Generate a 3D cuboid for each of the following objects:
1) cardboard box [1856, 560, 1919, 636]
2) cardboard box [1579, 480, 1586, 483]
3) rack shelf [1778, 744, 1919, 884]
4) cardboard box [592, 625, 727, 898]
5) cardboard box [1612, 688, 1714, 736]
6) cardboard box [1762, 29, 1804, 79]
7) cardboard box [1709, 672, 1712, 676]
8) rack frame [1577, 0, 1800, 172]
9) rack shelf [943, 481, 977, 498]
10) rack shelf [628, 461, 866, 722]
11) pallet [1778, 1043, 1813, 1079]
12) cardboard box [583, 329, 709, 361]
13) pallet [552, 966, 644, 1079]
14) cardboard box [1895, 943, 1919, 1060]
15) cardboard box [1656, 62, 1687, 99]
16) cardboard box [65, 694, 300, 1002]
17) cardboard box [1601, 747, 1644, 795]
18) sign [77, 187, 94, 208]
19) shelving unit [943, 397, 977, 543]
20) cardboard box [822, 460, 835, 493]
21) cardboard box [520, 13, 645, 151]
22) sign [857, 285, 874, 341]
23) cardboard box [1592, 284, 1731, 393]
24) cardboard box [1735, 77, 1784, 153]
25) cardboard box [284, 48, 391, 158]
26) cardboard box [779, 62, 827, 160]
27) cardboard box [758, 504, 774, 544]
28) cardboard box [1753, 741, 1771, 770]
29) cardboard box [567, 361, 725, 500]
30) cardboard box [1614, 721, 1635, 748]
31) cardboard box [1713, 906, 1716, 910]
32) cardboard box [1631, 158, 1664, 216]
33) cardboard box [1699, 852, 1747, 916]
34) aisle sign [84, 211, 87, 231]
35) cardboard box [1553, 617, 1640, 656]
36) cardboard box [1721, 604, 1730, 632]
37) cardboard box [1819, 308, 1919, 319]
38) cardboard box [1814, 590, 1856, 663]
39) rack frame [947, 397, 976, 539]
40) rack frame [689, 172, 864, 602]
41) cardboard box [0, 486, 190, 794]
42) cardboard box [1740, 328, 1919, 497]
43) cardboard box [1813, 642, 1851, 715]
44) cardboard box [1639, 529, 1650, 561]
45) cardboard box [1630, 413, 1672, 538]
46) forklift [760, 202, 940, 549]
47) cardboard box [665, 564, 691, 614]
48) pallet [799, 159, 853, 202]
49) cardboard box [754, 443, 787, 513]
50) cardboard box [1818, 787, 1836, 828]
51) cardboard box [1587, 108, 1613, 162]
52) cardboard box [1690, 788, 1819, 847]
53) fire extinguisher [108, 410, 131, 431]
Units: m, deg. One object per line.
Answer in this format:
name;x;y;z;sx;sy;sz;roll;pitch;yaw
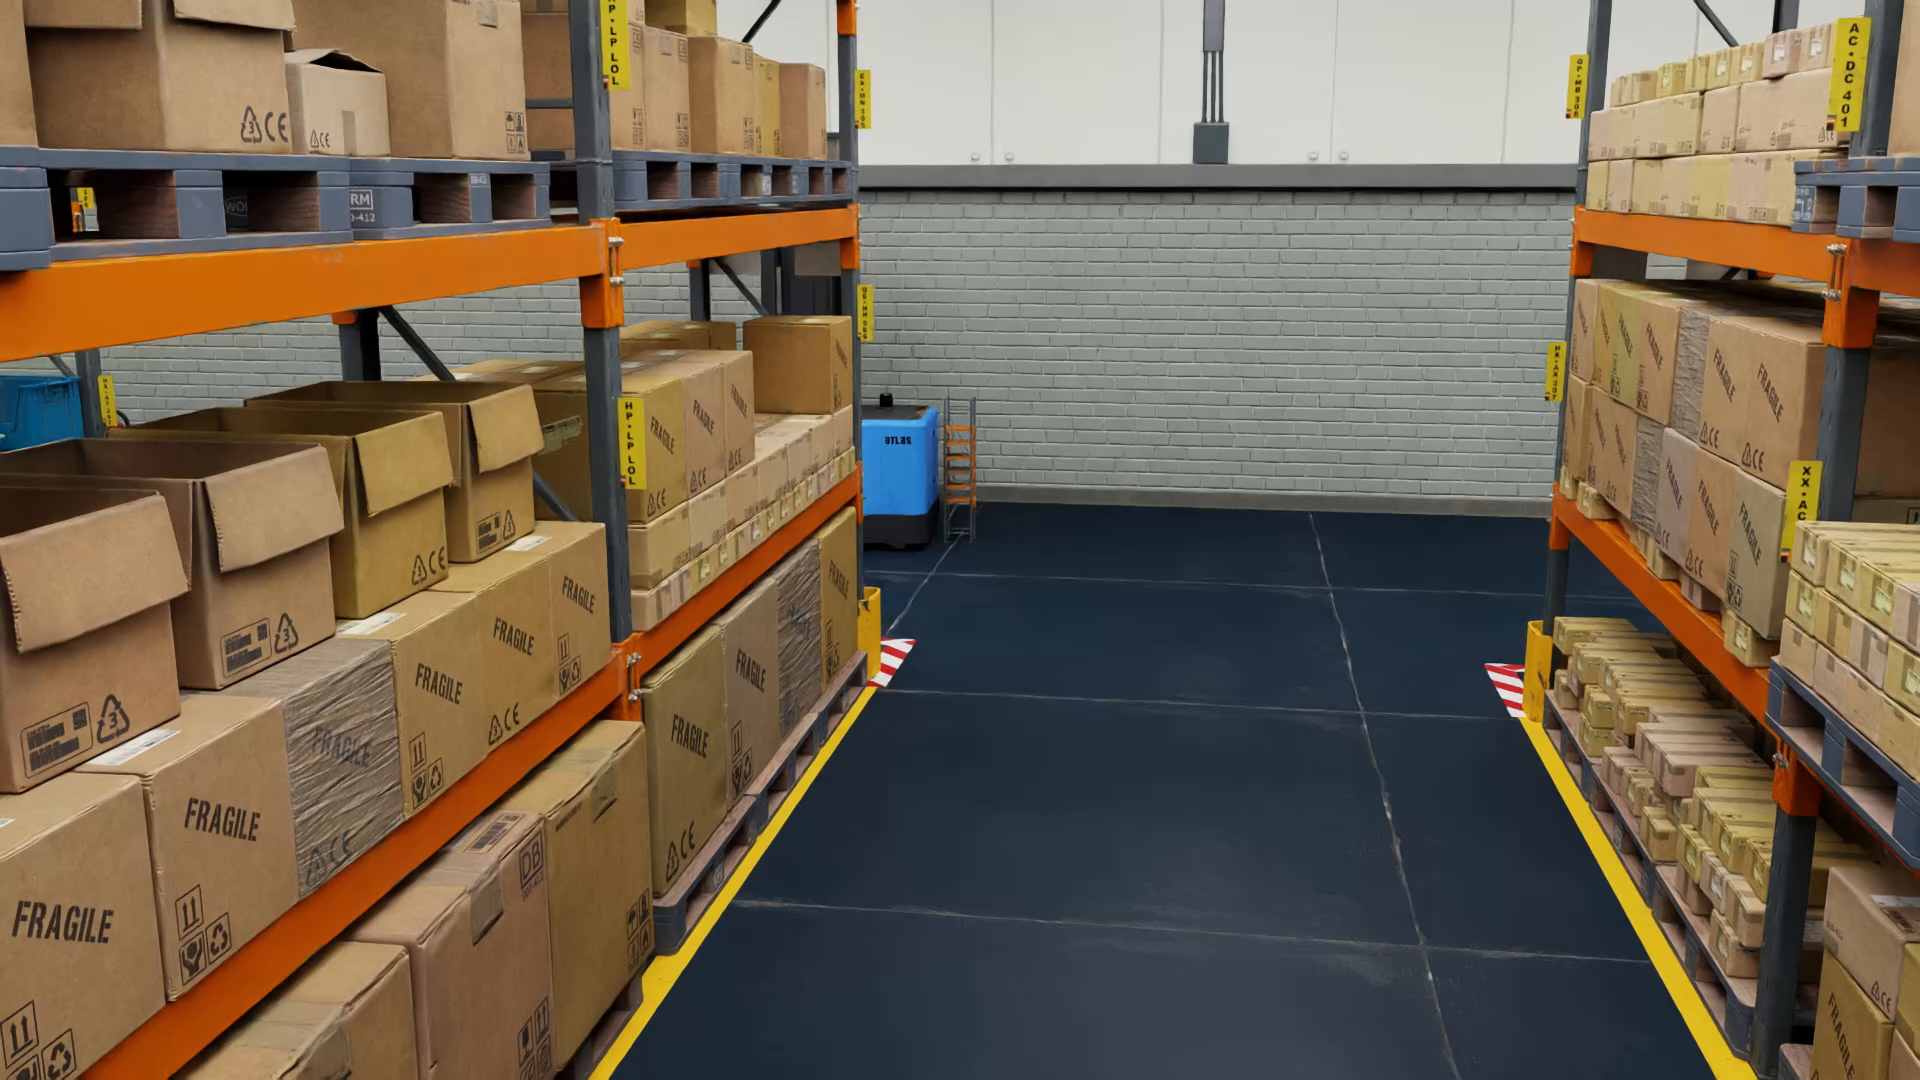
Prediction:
cardboard box;2.588;0.157;4.330;0.380;0.149;0.250;2;12;9
cardboard box;3.425;-0.247;8.614;0.380;0.149;0.250;2;12;11
rack shelf;2.874;1.120;3.383;1.077;0.370;4.000;2;12;9
cardboard box;-1.523;0.869;6.888;0.875;0.875;0.875;2;12;9
cardboard box;3.198;0.790;7.567;0.380;0.149;0.250;2;12;10
cardboard box;2.986;-1.662;5.687;0.380;0.149;0.250;2;12;9
cardboard box;3.956;0.644;8.244;0.380;0.149;0.250;2;12;7
rack frame;3.797;-3.413;8.471;1.000;3.000;0.127;2;12;9
rack shelf;-0.002;-0.423;13.888;0.258;0.103;0.180;2;12;9
rack shelf;-1.396;0.106;8.090;1.077;0.370;4.000;2;12;9
pallet;3.063;1.877;4.781;1.003;0.211;1.213;2;12;9
cardboard box;-1.580;-0.798;8.444;0.500;0.500;0.500;2;12;7
pallet;-1.748;1.697;5.620;1.003;0.211;1.213;2;12;9
cardboard box;2.728;1.258;4.191;0.500;0.250;0.500;2;12;10
cardboard box;3.243;-1.987;7.195;0.380;0.149;0.250;2;12;10
cardboard box;-1.823;0.648;3.631;0.500;0.500;0.500;2;12;8
cardboard box;3.192;1.071;7.676;0.380;0.149;0.250;1;12;6
sign;-5.437;-2.223;10.319;0.100;0.325;0.005;2;12;9
shelving unit;-0.002;-0.584;13.853;0.258;1.200;0.189;2;12;9
cardboard box;-0.896;-0.348;9.084;0.380;0.149;0.250;2;12;9
cardboard box;-1.643;-1.764;6.466;0.700;0.500;0.500;1;12;5
sign;-0.554;-1.324;9.704;0.100;0.325;0.005;2;12;9
cardboard box;3.394;-0.973;8.074;0.500;0.500;0.500;2;12;10
cardboard box;3.093;-1.497;5.871;0.500;0.250;0.500;1;12;6
cardboard box;-1.961;-1.232;4.686;0.500;0.311;0.500;1;12;7
cardboard box;-1.116;-2.322;9.055;0.700;0.500;0.500;1;12;5
cardboard box;-1.091;-0.082;7.851;0.380;0.149;0.250;2;12;7
cardboard box;3.795;0.951;7.526;0.380;0.149;0.250;3;12;11
cardboard box;-1.294;-0.462;6.887;0.500;0.500;0.500;2;12;9
cardboard box;3.321;0.880;7.852;0.380;0.149;0.250;1;12;6
cardboard box;3.028;1.396;6.164;0.380;0.149;0.250;2;12;10
cardboard box;3.324;-1.571;7.400;0.500;0.250;0.500;1;12;7
cardboard box;2.945;1.263;6.079;0.380;0.149;0.250;1;12;6
aisle sign;-5.682;-2.099;10.442;0.394;0.787;0.004;2;12;9
cardboard box;3.381;0.515;8.841;0.380;0.149;0.250;1;12;6
cardboard box;3.026;0.297;6.091;0.380;0.149;0.250;2;12;11
cardboard box;3.665;-0.629;6.476;0.500;0.500;0.500;2;12;10
cardboard box;2.629;0.245;4.628;0.380;0.149;0.250;2;12;8
rack frame;0.012;-0.603;13.941;0.240;1.200;0.006;2;12;9
rack frame;-1.089;-0.662;9.946;1.000;3.000;0.127;2;12;9
cardboard box;-2.087;0.177;3.435;0.797;0.503;0.637;2;12;10
cardboard box;2.987;-0.438;5.587;0.500;0.500;0.500;1;12;7
cardboard box;2.630;0.395;4.641;0.380;0.149;0.250;2;12;10
cardboard box;3.234;0.026;7.351;0.380;0.149;0.250;2;12;11
cardboard box;3.238;-0.270;7.184;0.500;0.500;0.500;2;12;7
forklift;-1.723;-1.469;13.851;3.031;2.935;1.130;1;12;6
cardboard box;-1.289;0.188;6.598;0.380;0.149;0.250;1;12;7
pallet;-1.192;-1.930;8.921;1.003;0.211;1.213;2;12;9
cardboard box;-1.133;-0.305;7.937;0.500;0.250;0.500;2;12;9
cardboard box;3.548;1.020;6.498;0.380;0.149;0.250;2;12;7
cardboard box;3.471;-2.033;8.355;0.500;0.250;0.500;2;12;10
cardboard box;3.011;1.061;6.310;0.380;0.149;0.250;2;12;8
fire extinguisher;-5.510;-0.619;10.816;0.296;0.674;0.183;2;12;9
